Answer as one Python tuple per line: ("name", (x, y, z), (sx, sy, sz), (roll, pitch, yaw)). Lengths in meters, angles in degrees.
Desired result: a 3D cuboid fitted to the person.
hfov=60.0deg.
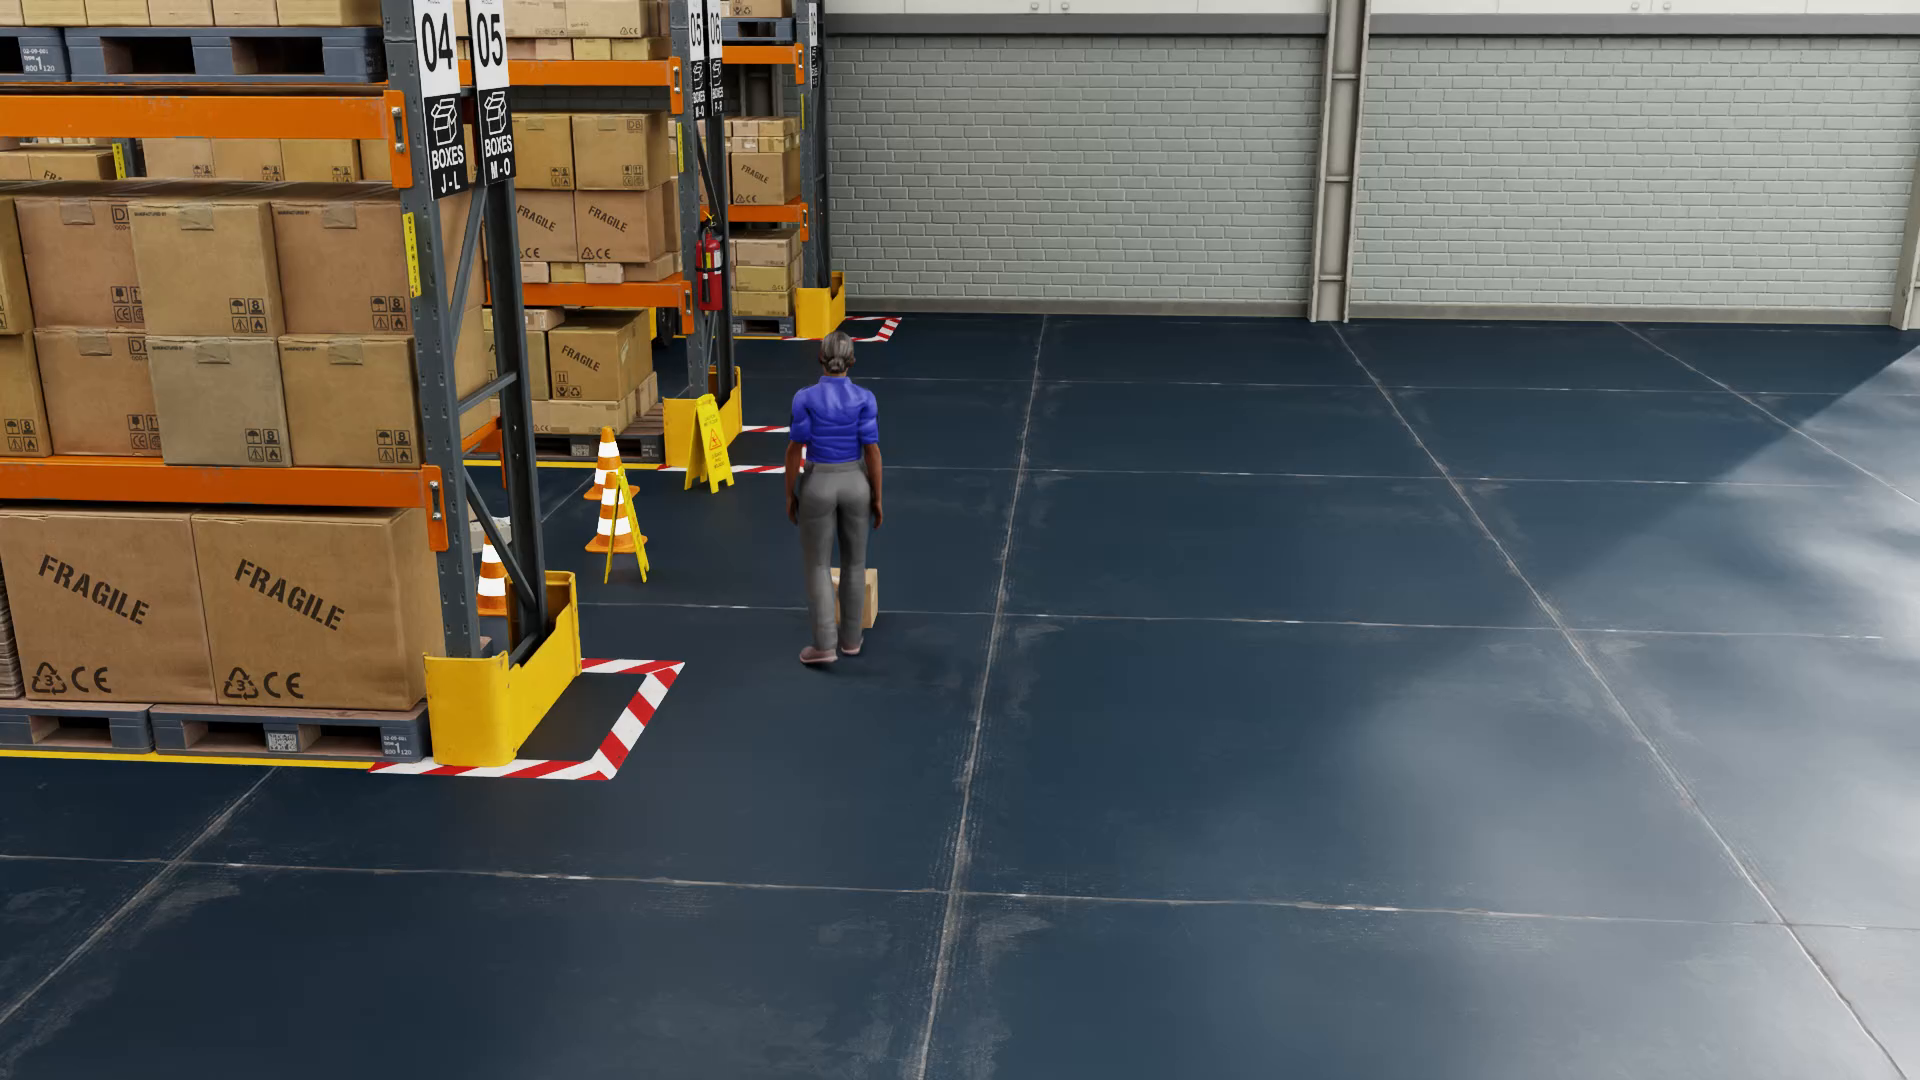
("person", (-0.618, -0.206, 8.188), (0.471, 1.665, 0.493), (-3, 18, -8))
